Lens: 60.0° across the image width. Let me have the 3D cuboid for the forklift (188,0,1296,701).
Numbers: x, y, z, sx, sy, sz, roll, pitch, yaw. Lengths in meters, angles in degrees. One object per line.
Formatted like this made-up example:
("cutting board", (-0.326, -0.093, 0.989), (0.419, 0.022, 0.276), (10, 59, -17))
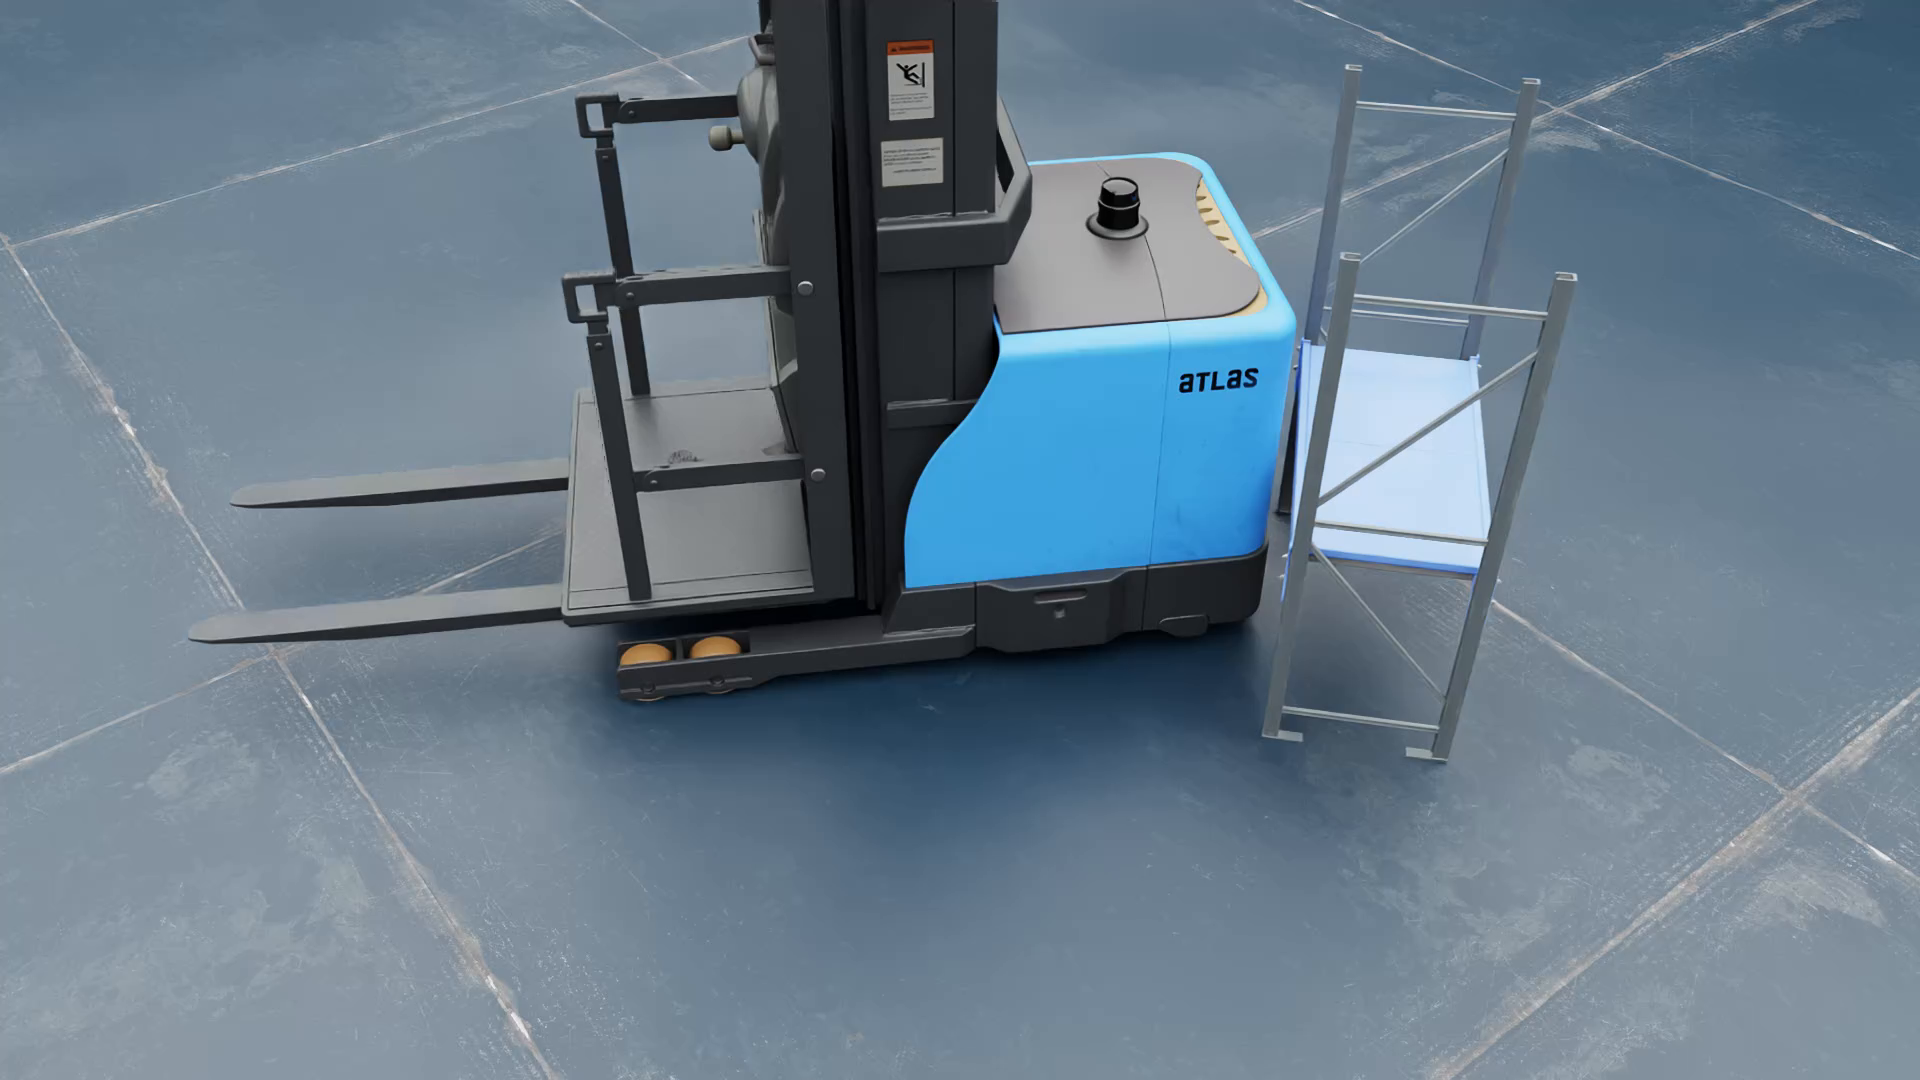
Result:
("forklift", (-0.673, -1.038, 4.204), (3.031, 2.935, 1.130), (-5, 40, -6))

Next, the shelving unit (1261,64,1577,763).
("shelving unit", (1.175, -0.331, 4.471), (0.538, 1.500, 1.048), (7, 40, 8))

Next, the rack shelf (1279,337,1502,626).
("rack shelf", (1.175, -0.192, 4.585), (0.538, 0.185, 1.000), (7, 40, 8))

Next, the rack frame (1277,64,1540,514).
("rack frame", (1.270, -0.648, 4.857), (0.500, 1.500, 0.032), (7, 40, 8))

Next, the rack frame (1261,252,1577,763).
("rack frame", (1.080, -0.015, 4.085), (0.500, 1.500, 0.032), (7, 40, 8))
